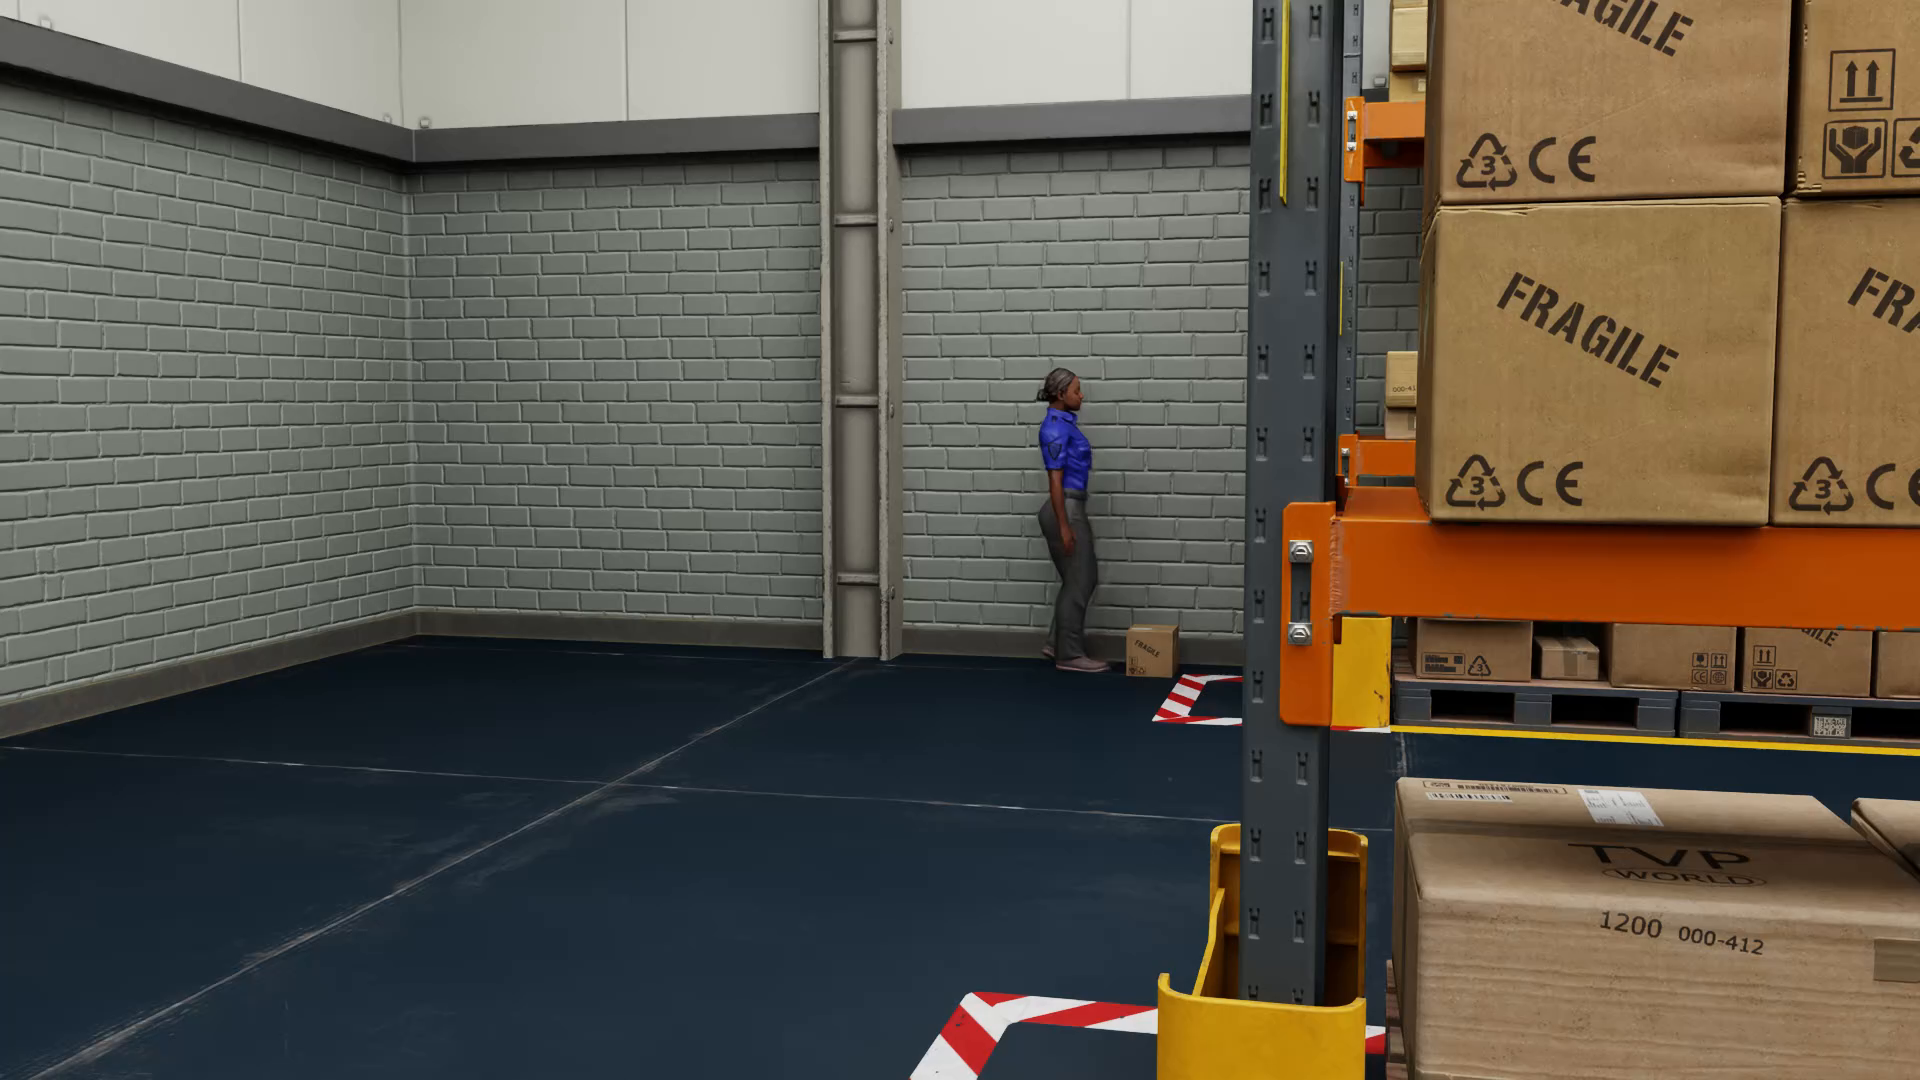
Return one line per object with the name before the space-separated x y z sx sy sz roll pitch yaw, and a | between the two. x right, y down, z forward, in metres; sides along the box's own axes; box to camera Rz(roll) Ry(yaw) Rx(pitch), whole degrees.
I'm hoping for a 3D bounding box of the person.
person | 0.617 -0.085 9.051 0.406 1.695 0.484 1 5 8
